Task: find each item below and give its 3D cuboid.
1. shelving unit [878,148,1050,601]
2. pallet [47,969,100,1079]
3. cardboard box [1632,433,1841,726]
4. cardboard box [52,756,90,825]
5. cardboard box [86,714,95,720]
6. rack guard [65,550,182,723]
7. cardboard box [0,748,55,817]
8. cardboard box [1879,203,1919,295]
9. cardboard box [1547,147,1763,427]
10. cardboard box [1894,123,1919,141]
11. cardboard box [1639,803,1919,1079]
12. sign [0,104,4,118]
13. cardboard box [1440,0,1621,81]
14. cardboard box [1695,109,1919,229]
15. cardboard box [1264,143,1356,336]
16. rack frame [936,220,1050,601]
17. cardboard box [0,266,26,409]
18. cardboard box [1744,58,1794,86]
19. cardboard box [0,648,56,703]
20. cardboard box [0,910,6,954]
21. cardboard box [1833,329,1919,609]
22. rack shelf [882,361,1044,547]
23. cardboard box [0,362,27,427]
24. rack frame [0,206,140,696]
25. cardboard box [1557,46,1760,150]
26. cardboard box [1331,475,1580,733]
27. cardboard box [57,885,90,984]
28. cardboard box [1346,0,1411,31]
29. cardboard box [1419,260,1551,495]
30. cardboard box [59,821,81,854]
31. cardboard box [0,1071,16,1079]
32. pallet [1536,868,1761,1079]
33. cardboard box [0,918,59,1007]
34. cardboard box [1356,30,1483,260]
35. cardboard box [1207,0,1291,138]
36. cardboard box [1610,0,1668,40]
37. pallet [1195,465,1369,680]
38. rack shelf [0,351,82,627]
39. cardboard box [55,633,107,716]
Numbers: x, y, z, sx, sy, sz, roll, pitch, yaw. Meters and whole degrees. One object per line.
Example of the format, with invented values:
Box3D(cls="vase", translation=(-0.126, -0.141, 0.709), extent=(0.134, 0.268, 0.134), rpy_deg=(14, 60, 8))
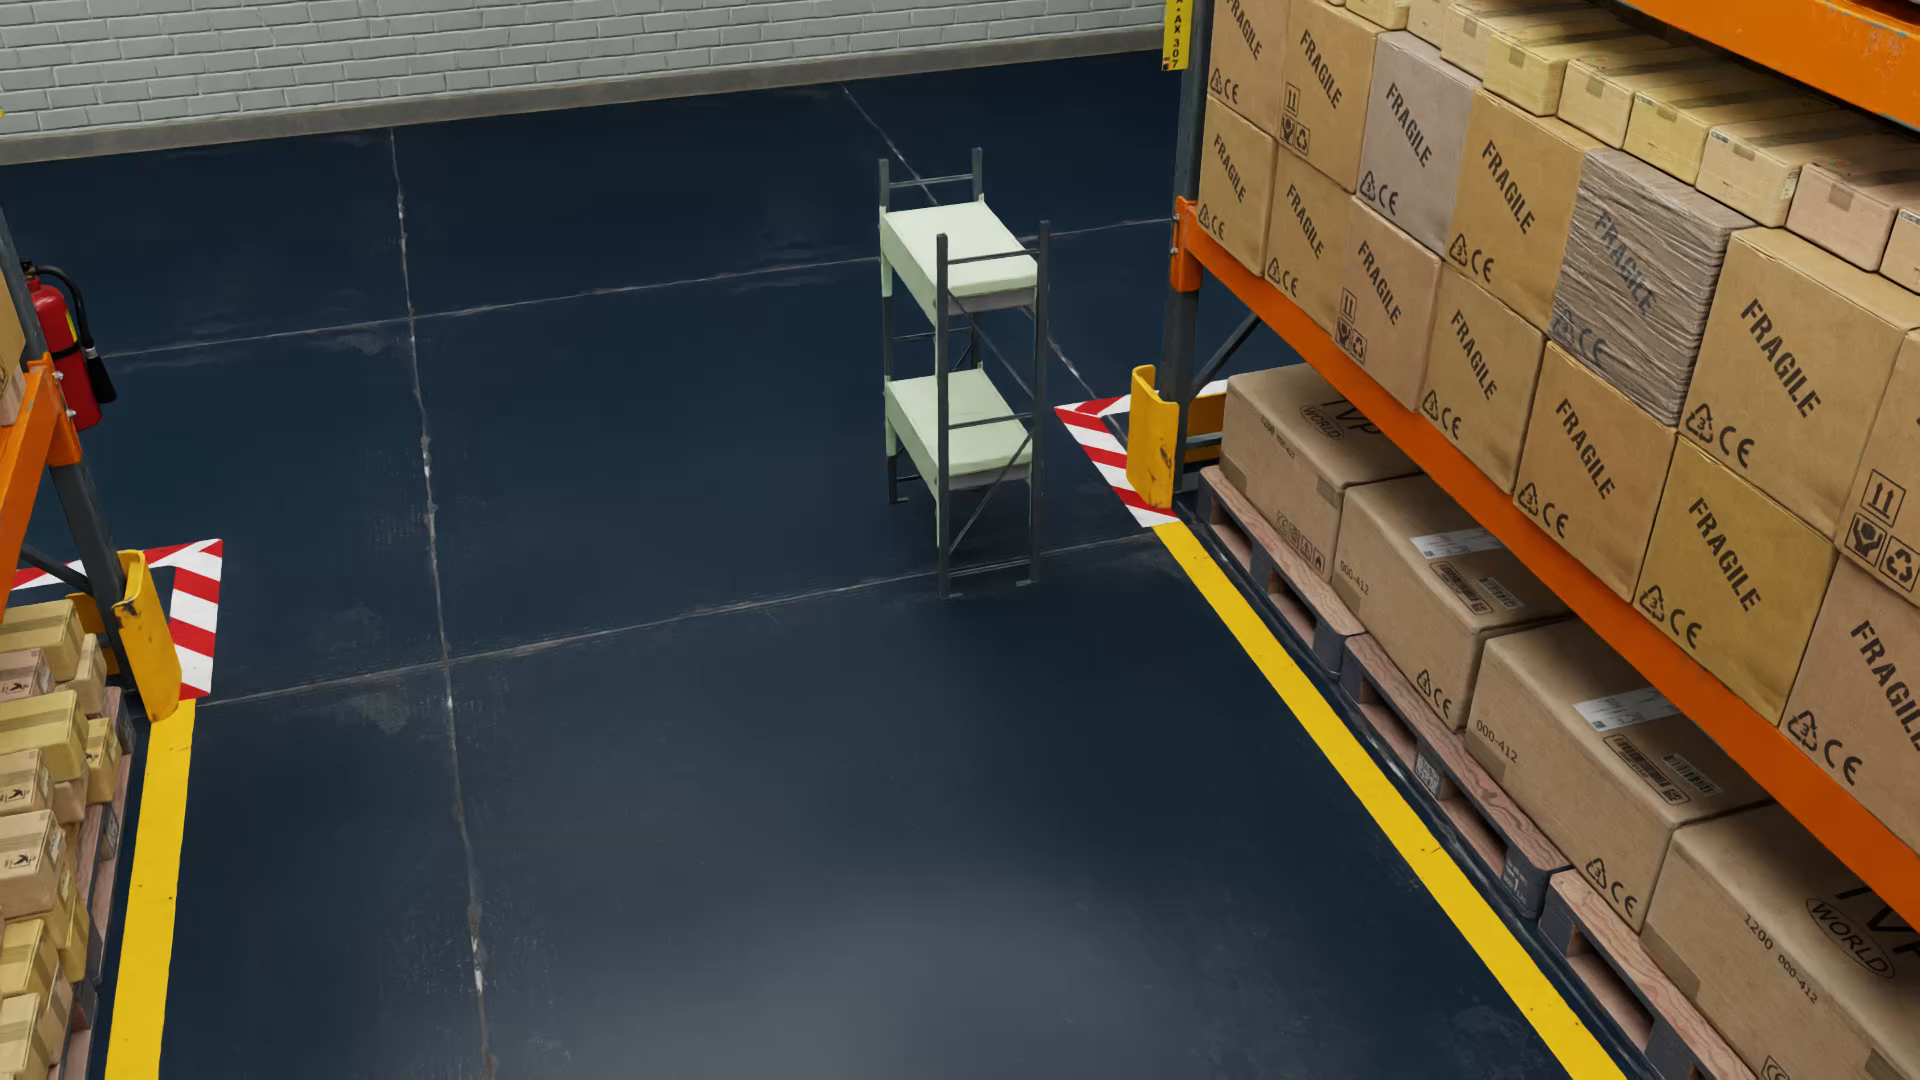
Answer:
Box3D(cls="shelving unit", translation=(0.002, -0.622, 6.331), extent=(0.431, 1.500, 0.755), rpy_deg=(-10, 35, -15))
Box3D(cls="pallet", translation=(-2.764, 1.614, 4.116), extent=(1.003, 0.211, 1.213), rpy_deg=(-10, 35, -15))
Box3D(cls="cardboard box", translation=(1.987, 0.042, 3.875), extent=(0.500, 0.500, 0.500), rpy_deg=(-11, 35, -16))
Box3D(cls="cardboard box", translation=(-2.777, 0.730, 4.859), extent=(0.380, 0.149, 0.250), rpy_deg=(-11, 35, -17))
Box3D(cls="cardboard box", translation=(-3.011, 0.594, 5.335), extent=(0.380, 0.149, 0.250), rpy_deg=(-9, 35, -14))
Box3D(cls="rack guard", translation=(-3.347, 0.421, 5.659), extent=(1.175, 0.500, 0.348), rpy_deg=(-10, 35, -15))
Box3D(cls="cardboard box", translation=(-2.726, 0.743, 4.570), extent=(0.380, 0.149, 0.250), rpy_deg=(-11, 35, -17))
Box3D(cls="cardboard box", translation=(2.093, -0.574, 3.311), extent=(0.380, 0.149, 0.250), rpy_deg=(-10, 35, -15))
Box3D(cls="cardboard box", translation=(1.816, -0.640, 4.001), extent=(0.500, 0.500, 0.500), rpy_deg=(-10, 35, -14))
Box3D(cls="cardboard box", translation=(2.402, -0.930, 3.850), extent=(0.380, 0.149, 0.250), rpy_deg=(-11, 35, -16))
Box3D(cls="cardboard box", translation=(2.444, 1.099, 4.309), extent=(0.875, 0.438, 0.875), rpy_deg=(-11, 35, -15))
Box3D(cls="sign", translation=(-2.835, -1.359, 4.749), extent=(0.100, 0.325, 0.005), rpy_deg=(-10, 35, -15))
Box3D(cls="cardboard box", translation=(1.540, -1.360, 4.501), extent=(0.380, 0.149, 0.250), rpy_deg=(-10, 35, -14))
Box3D(cls="cardboard box", translation=(1.888, -0.829, 3.698), extent=(0.380, 0.149, 0.250), rpy_deg=(-10, 35, -15))
Box3D(cls="cardboard box", translation=(1.367, -1.027, 5.493), extent=(0.500, 0.500, 0.500), rpy_deg=(-10, 35, -15))
Box3D(cls="rack frame", translation=(0.114, -0.430, 6.040), extent=(0.400, 1.500, 0.023), rpy_deg=(-10, 35, -15))
Box3D(cls="cardboard box", translation=(-2.988, -0.635, 4.629), extent=(0.500, 0.500, 0.500), rpy_deg=(-9, 35, -14))
Box3D(cls="cardboard box", translation=(2.238, -1.188, 4.242), extent=(0.380, 0.149, 0.250), rpy_deg=(-10, 35, -15))
Box3D(cls="cardboard box", translation=(-2.945, 0.482, 4.966), extent=(0.380, 0.149, 0.250), rpy_deg=(-9, 35, -14))
Box3D(cls="cardboard box", translation=(-2.617, 1.031, 4.134), extent=(0.380, 0.149, 0.250), rpy_deg=(-11, 35, -16))
Box3D(cls="cardboard box", translation=(2.127, -0.107, 3.193), extent=(0.500, 0.500, 0.500), rpy_deg=(-10, 35, -15))
Box3D(cls="rack shelf", translation=(0.002, -0.350, 6.511), extent=(0.431, 0.370, 0.720), rpy_deg=(-10, 35, -15))
Box3D(cls="cardboard box", translation=(-3.001, -0.433, 4.912), extent=(0.380, 0.149, 0.250), rpy_deg=(-10, 35, -15))
Box3D(cls="rack frame", translation=(-3.370, -0.661, 5.030), extent=(1.000, 3.000, 0.127), rpy_deg=(-10, 35, -15))
Box3D(cls="cardboard box", translation=(1.718, -1.093, 4.097), extent=(0.380, 0.149, 0.250), rpy_deg=(-10, 35, -15))
Box3D(cls="cardboard box", translation=(1.897, 0.156, 5.737), extent=(0.875, 0.438, 0.875), rpy_deg=(-9, 35, -13))
Box3D(cls="cardboard box", translation=(-2.612, 1.116, 4.545), extent=(0.380, 0.149, 0.250), rpy_deg=(-12, 35, -17))
Box3D(cls="cardboard box", translation=(1.374, -1.627, 4.905), extent=(0.380, 0.149, 0.250), rpy_deg=(-11, 35, -16))
Box3D(cls="cardboard box", translation=(1.674, -0.497, 4.691), extent=(0.500, 0.500, 0.500), rpy_deg=(-9, 34, -13))
Box3D(cls="cardboard box", translation=(-2.837, 0.865, 4.925), extent=(0.380, 0.149, 0.250), rpy_deg=(-10, 35, -15))
Box3D(cls="cardboard box", translation=(-2.384, 1.411, 3.828), extent=(0.380, 0.149, 0.250), rpy_deg=(-10, 35, -15))
Box3D(cls="pallet", translation=(2.376, 1.304, 4.585), extent=(1.003, 0.211, 1.213), rpy_deg=(-10, 35, -15))
Box3D(cls="cardboard box", translation=(-2.546, 1.138, 4.242), extent=(0.380, 0.149, 0.250), rpy_deg=(-8, 34, -12))
Box3D(cls="cardboard box", translation=(1.517, -1.167, 4.797), extent=(0.500, 0.500, 0.500), rpy_deg=(-10, 35, -15))
Box3D(cls="cardboard box", translation=(1.189, -1.706, 5.613), extent=(0.500, 0.500, 0.500), rpy_deg=(-11, 35, -16))
Box3D(cls="cardboard box", translation=(2.055, -1.461, 4.654), extent=(0.380, 0.149, 0.250), rpy_deg=(-9, 35, -14))
Box3D(cls="pallet", translation=(1.632, 0.023, 6.523), extent=(1.003, 0.211, 1.213), rpy_deg=(-10, 35, -15))
Box3D(cls="rack shelf", translation=(-2.760, 0.689, 3.639), extent=(1.077, 0.370, 4.000), rpy_deg=(-10, 35, -15))
Box3D(cls="cardboard box", translation=(-2.937, 0.458, 5.271), extent=(0.380, 0.149, 0.250), rpy_deg=(-11, 35, -16))
